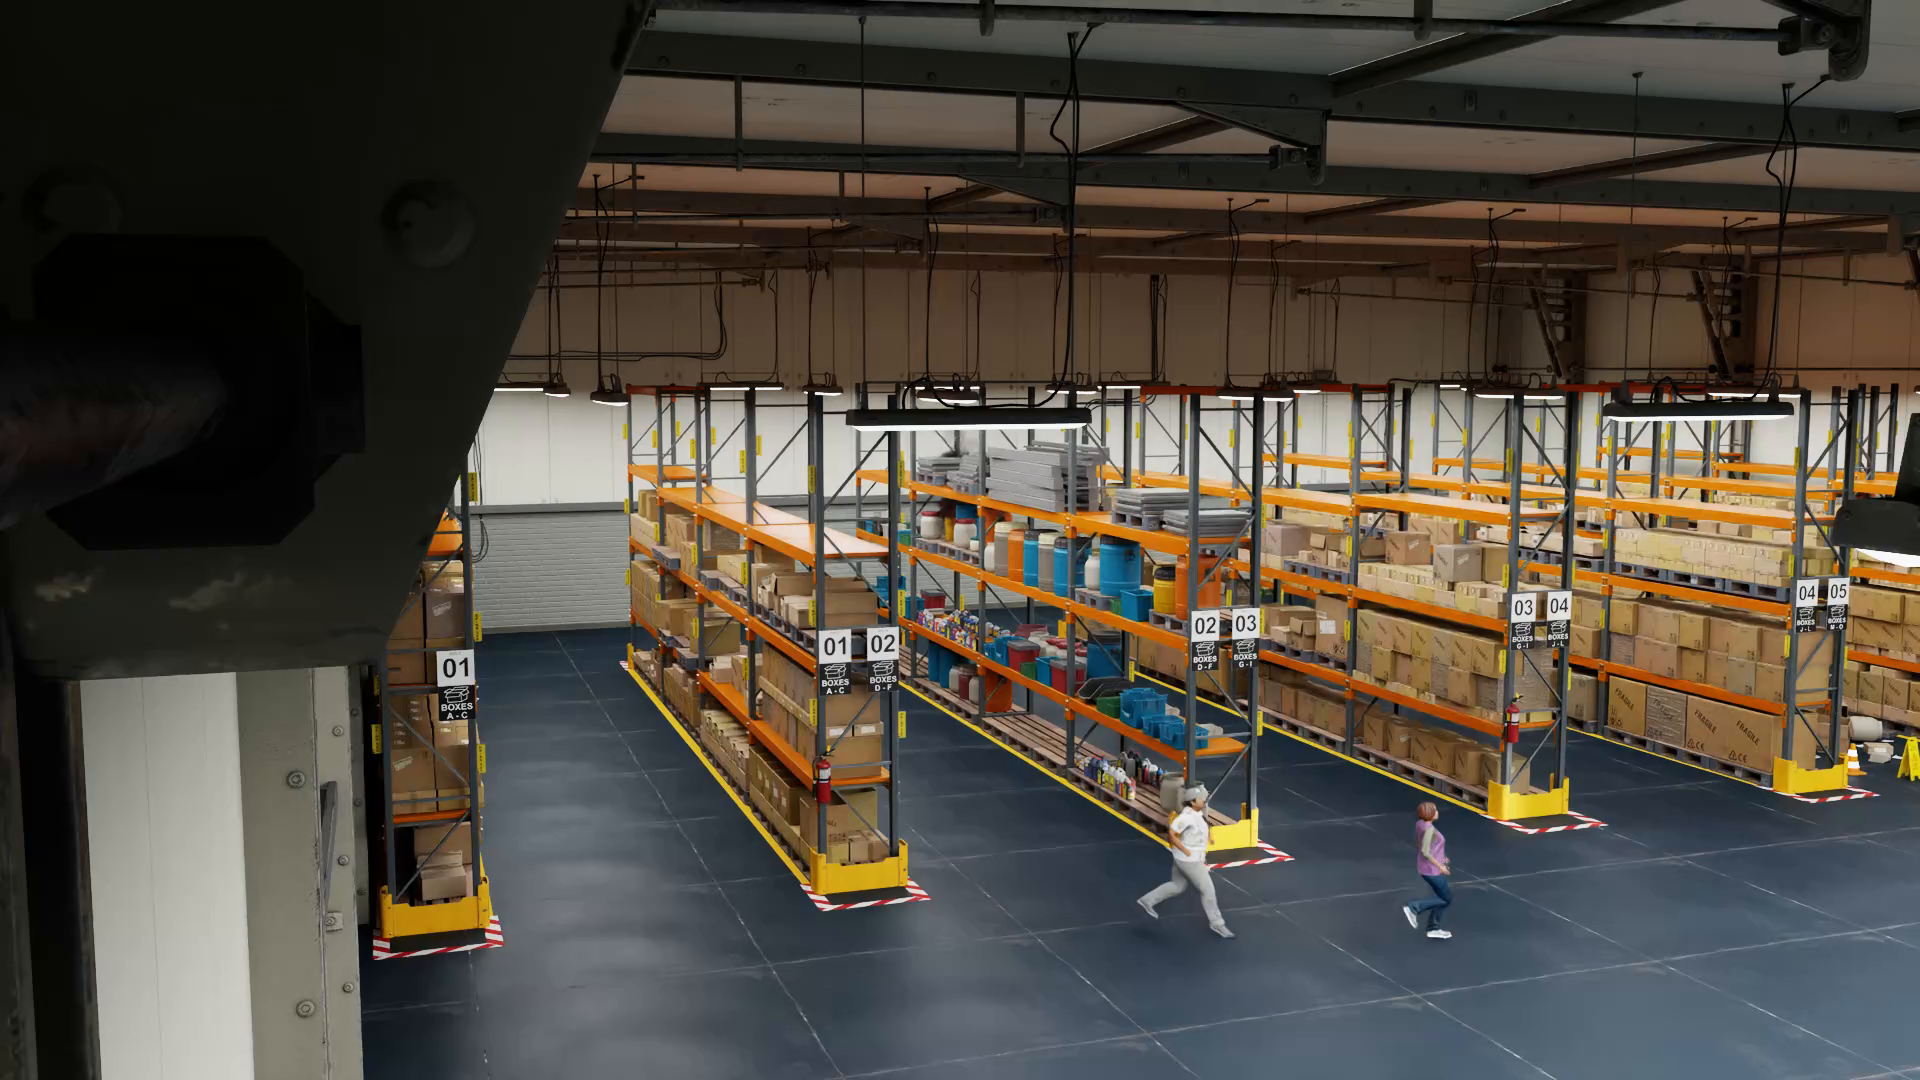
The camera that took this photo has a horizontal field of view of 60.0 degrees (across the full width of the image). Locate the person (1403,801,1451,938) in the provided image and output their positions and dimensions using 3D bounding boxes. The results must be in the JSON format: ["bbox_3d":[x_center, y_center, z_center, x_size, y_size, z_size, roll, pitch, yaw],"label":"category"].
[{"bbox_3d":[5.191,3.659,18.446,0.560,1.542,0.527,0,6,3],"label":"person"}]

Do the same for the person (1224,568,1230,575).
[{"bbox_3d":[6.078,1.508,38.892,0.799,1.741,0.704,-1,6,-14],"label":"person"}]

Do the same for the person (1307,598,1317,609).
[{"bbox_3d":[8.692,1.299,40.810,0.785,1.693,0.598,5,8,39],"label":"person"}]

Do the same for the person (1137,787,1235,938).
[{"bbox_3d":[2.548,3.597,18.654,1.066,1.686,0.574,0,6,3],"label":"person"}]

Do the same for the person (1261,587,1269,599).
[{"bbox_3d":[7.433,1.211,41.301,0.872,1.727,0.653,-2,6,-16],"label":"person"}]
